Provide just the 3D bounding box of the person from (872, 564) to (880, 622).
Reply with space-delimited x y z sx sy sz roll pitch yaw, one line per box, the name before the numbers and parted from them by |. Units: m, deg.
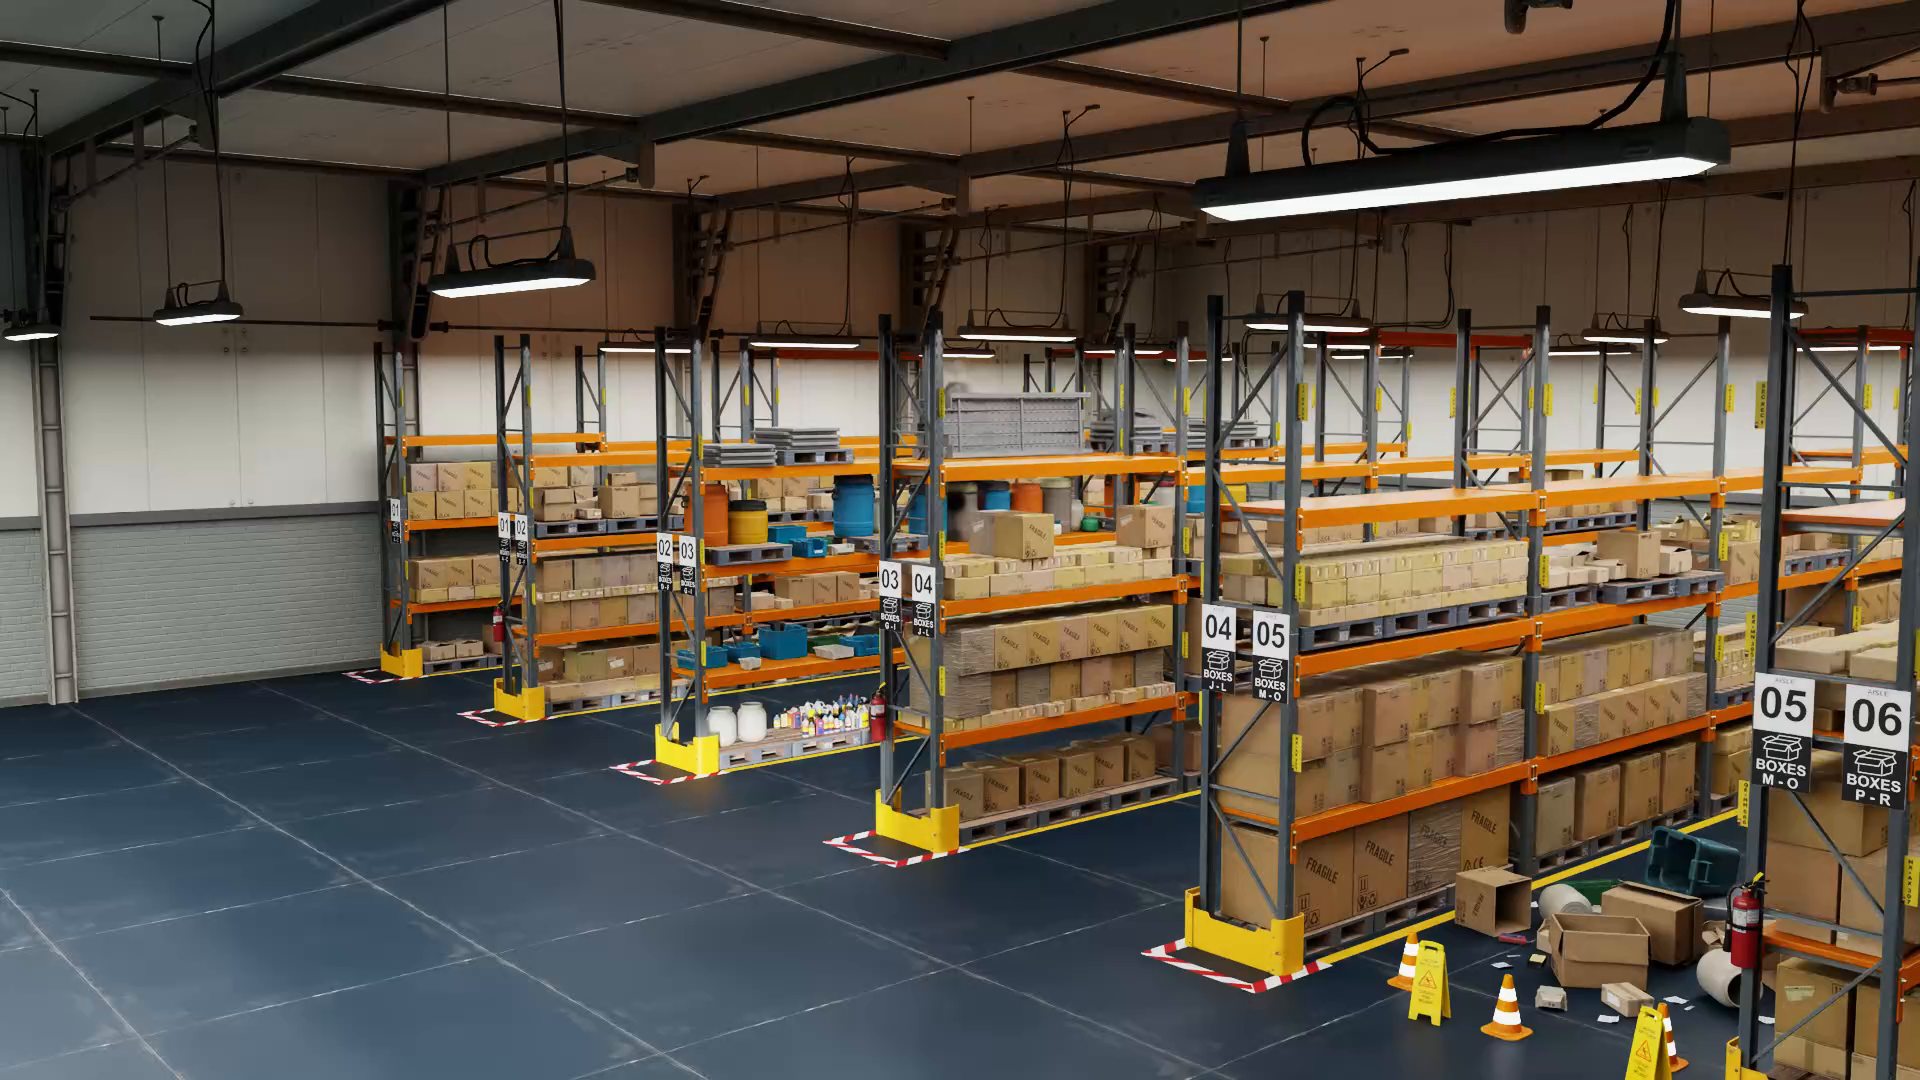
person | -1.579 1.221 34.172 0.573 1.667 0.561 -5 7 -45
